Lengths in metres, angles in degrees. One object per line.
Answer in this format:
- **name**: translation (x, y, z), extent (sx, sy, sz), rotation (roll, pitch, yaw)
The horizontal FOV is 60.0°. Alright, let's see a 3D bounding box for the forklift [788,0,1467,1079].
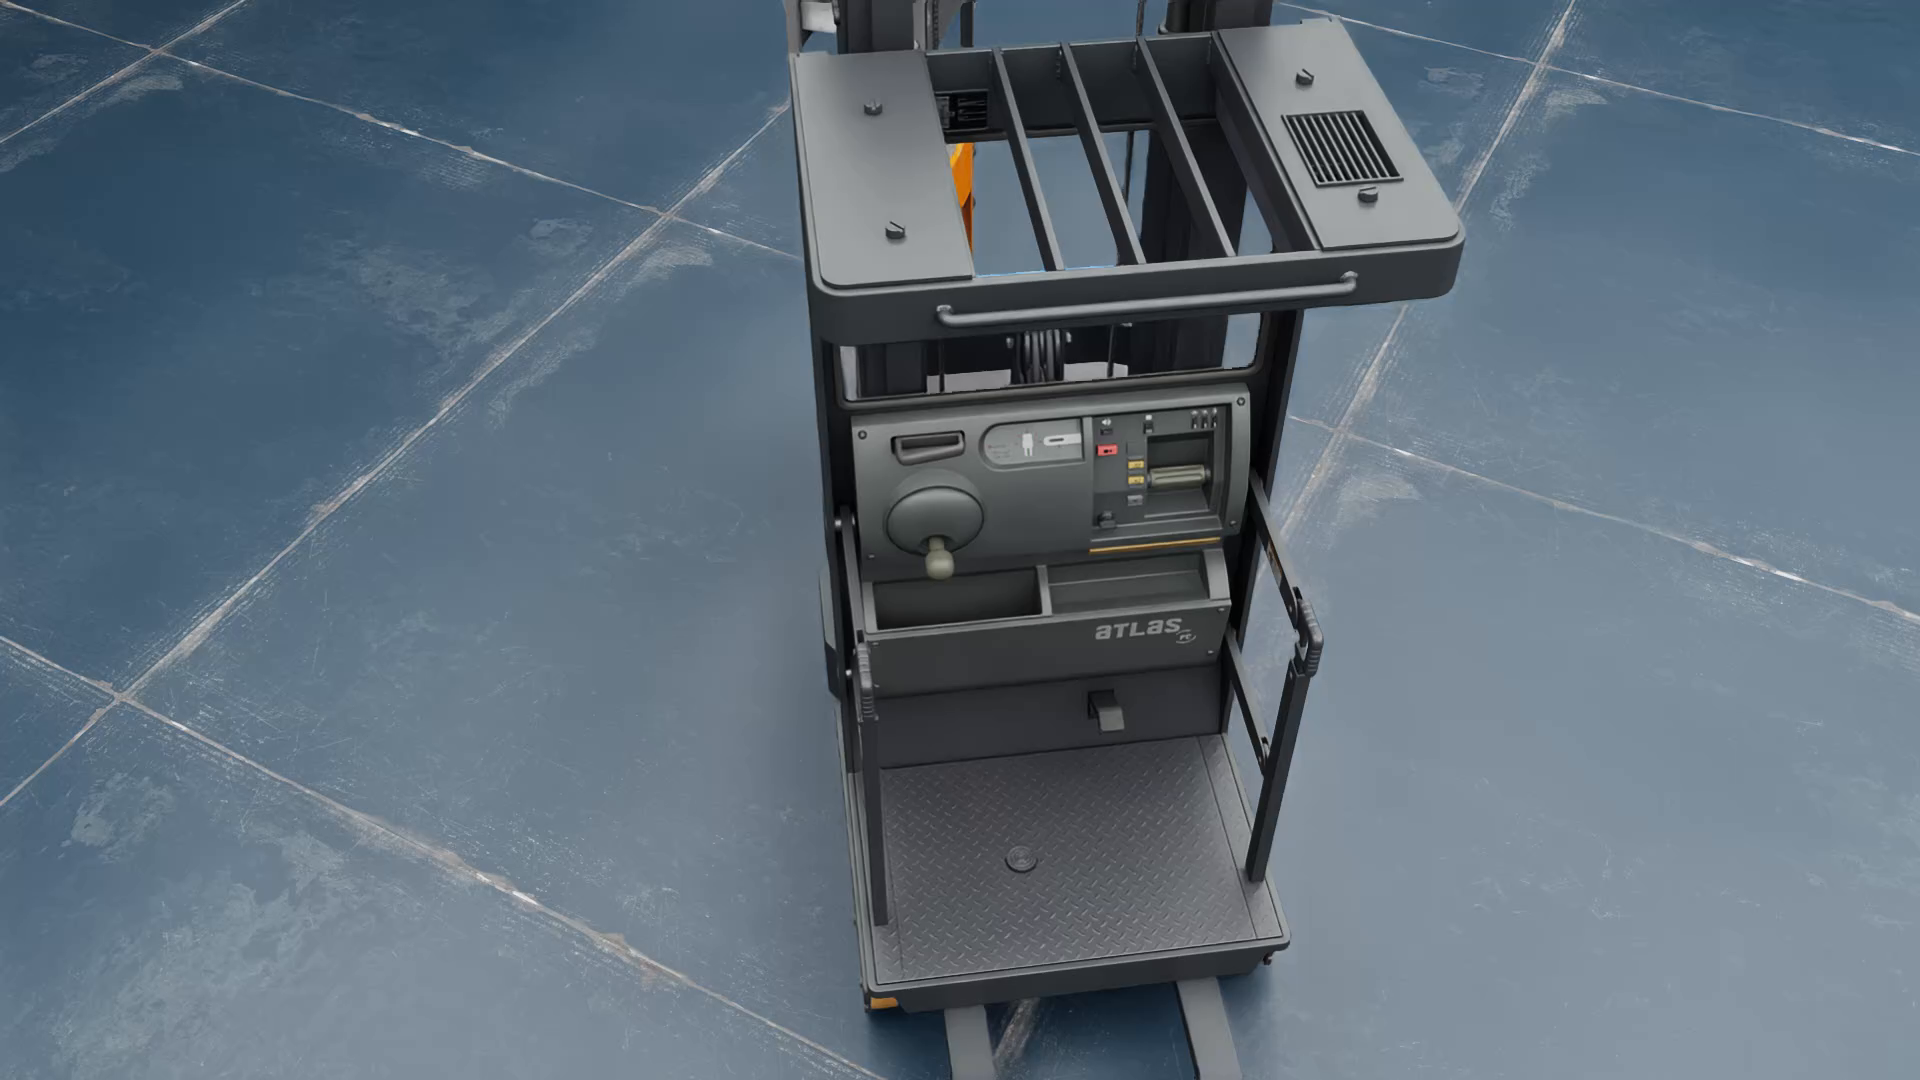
- **forklift**: translation (0.248, -0.040, 3.729), extent (1.130, 2.935, 3.031), rotation (-5, 46, -5)

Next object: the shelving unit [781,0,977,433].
- **shelving unit**: translation (-0.221, -1.029, 5.291), extent (0.431, 2.100, 0.503), rotation (11, 46, 11)

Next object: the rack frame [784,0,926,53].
- **rack frame**: translation (-0.288, -0.862, 5.126), extent (0.400, 2.100, 0.015), rotation (11, 46, 11)

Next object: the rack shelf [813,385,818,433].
- **rack shelf**: translation (-0.221, -0.527, 5.798), extent (0.431, 0.518, 0.480), rotation (11, 46, 11)

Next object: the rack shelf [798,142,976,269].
- **rack shelf**: translation (-0.221, -1.019, 5.300), extent (0.431, 0.518, 0.480), rotation (11, 46, 11)

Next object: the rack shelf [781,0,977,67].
- **rack shelf**: translation (-0.221, -1.511, 4.802), extent (0.431, 0.518, 0.480), rotation (11, 46, 11)
